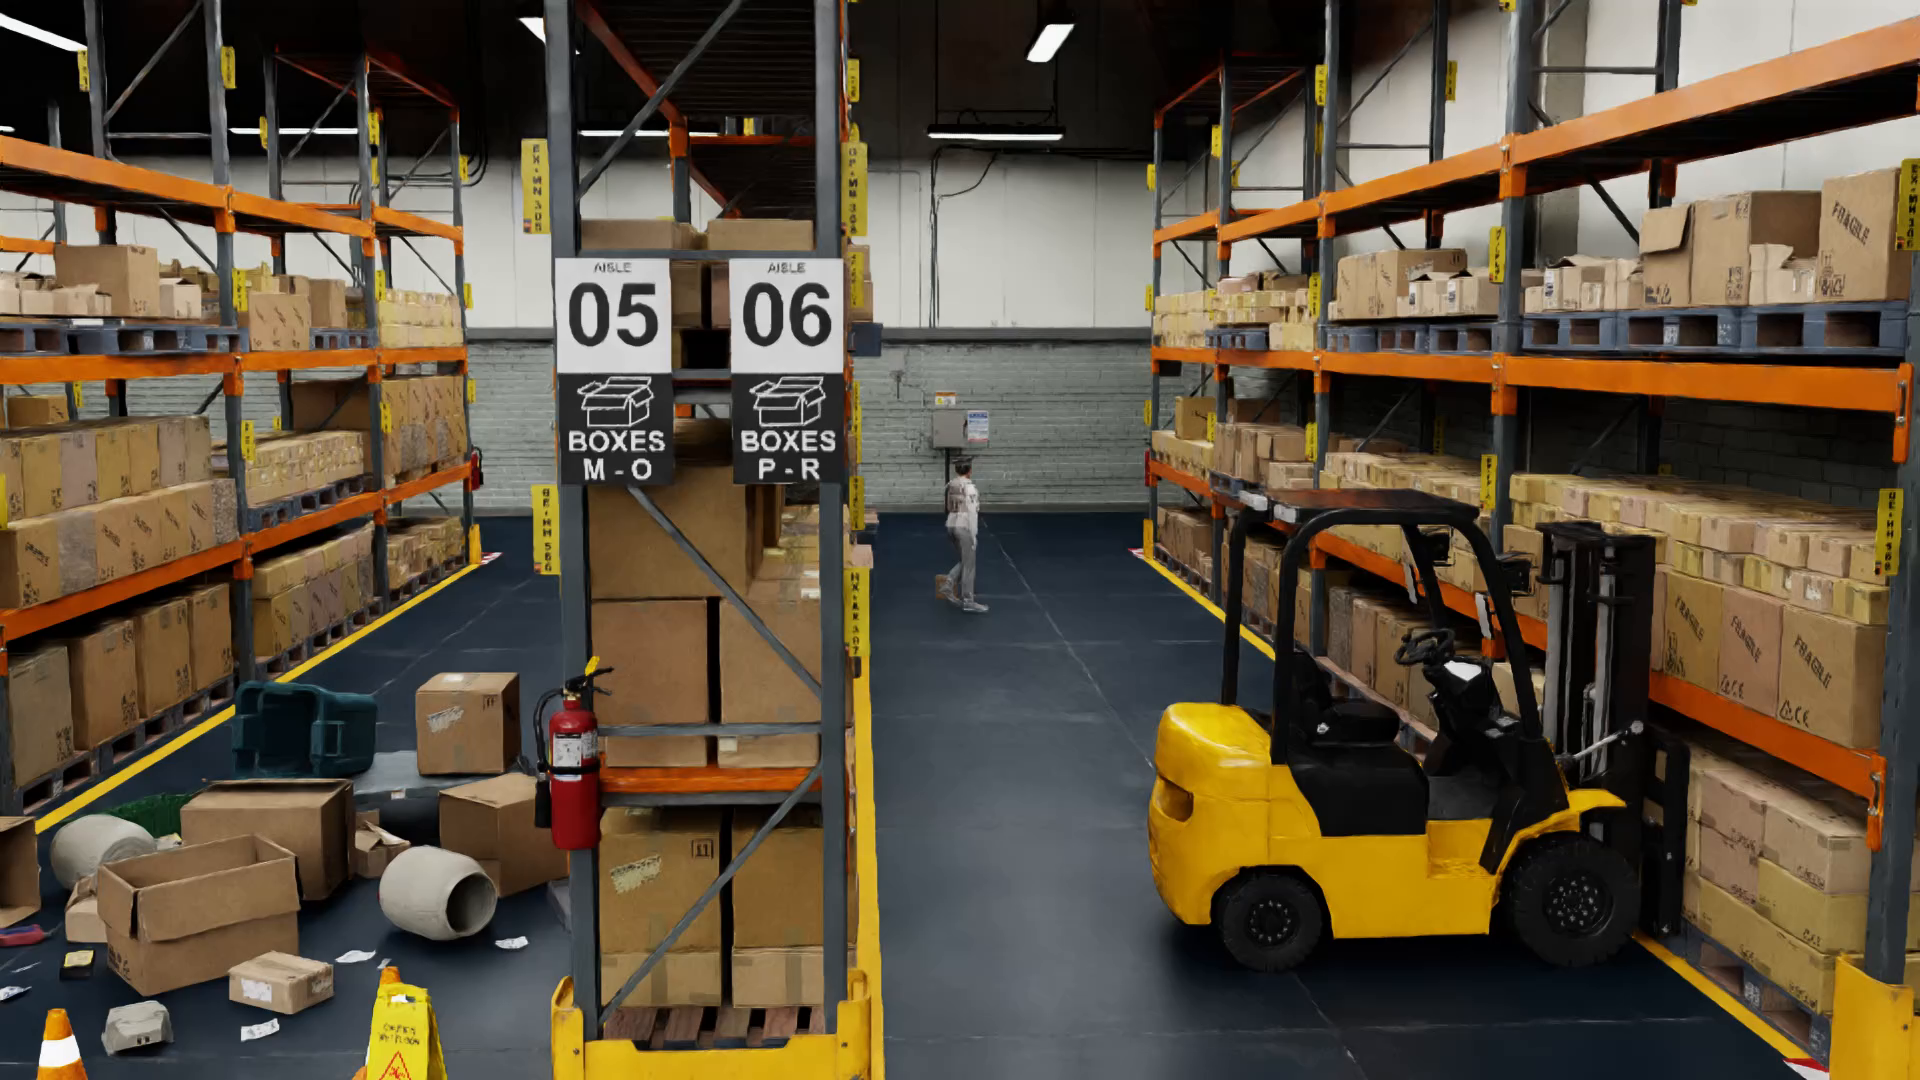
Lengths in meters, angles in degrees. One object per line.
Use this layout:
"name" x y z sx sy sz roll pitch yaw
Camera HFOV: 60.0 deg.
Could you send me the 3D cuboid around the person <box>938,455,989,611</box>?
"person" 0.020 -0.072 17.775 0.431 1.649 0.554 -4 8 -30
